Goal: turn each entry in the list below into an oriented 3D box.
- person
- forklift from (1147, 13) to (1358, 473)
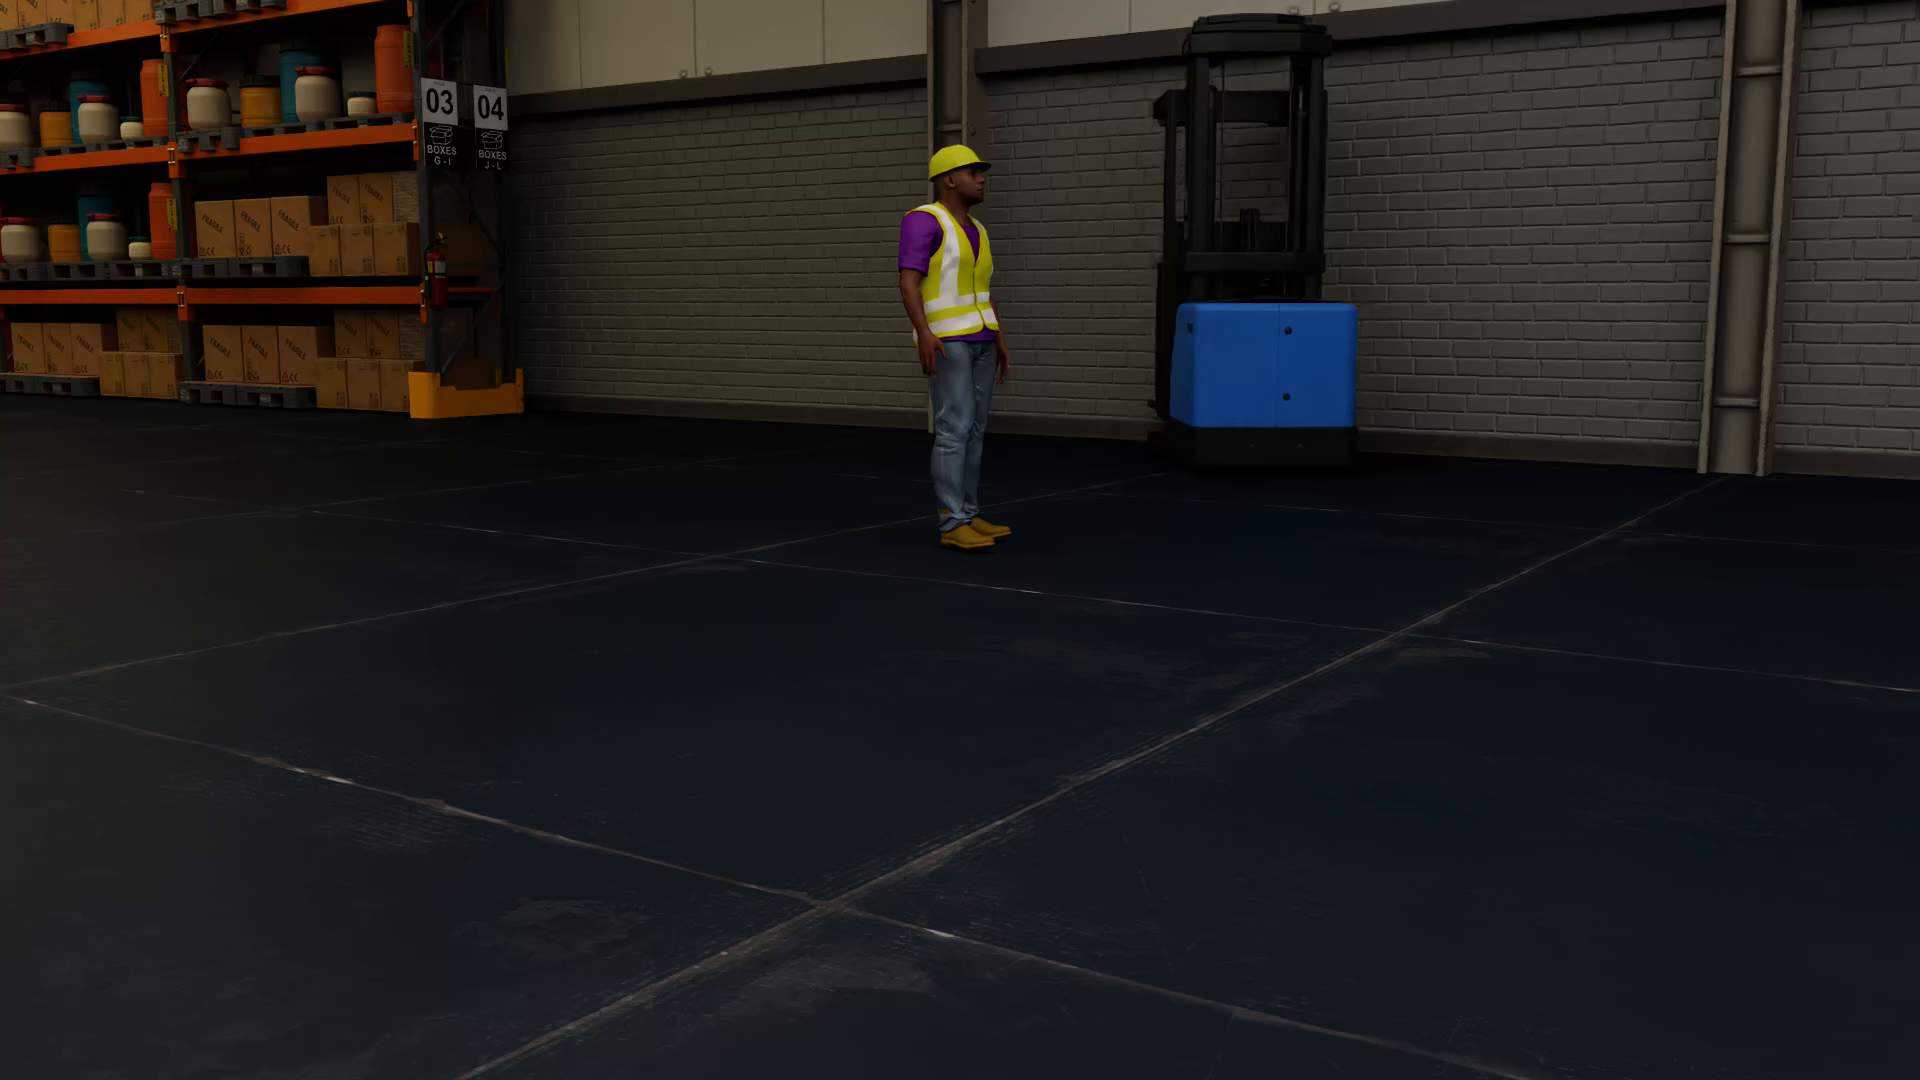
[{"bbox_3d":[0.054,-0.875,7.435,0.577,1.765,0.665,5,10,34],"label":"person"},{"bbox_3d":[1.932,-2.053,11.631,1.130,2.935,3.031,0,8,-1],"label":"forklift"}]
